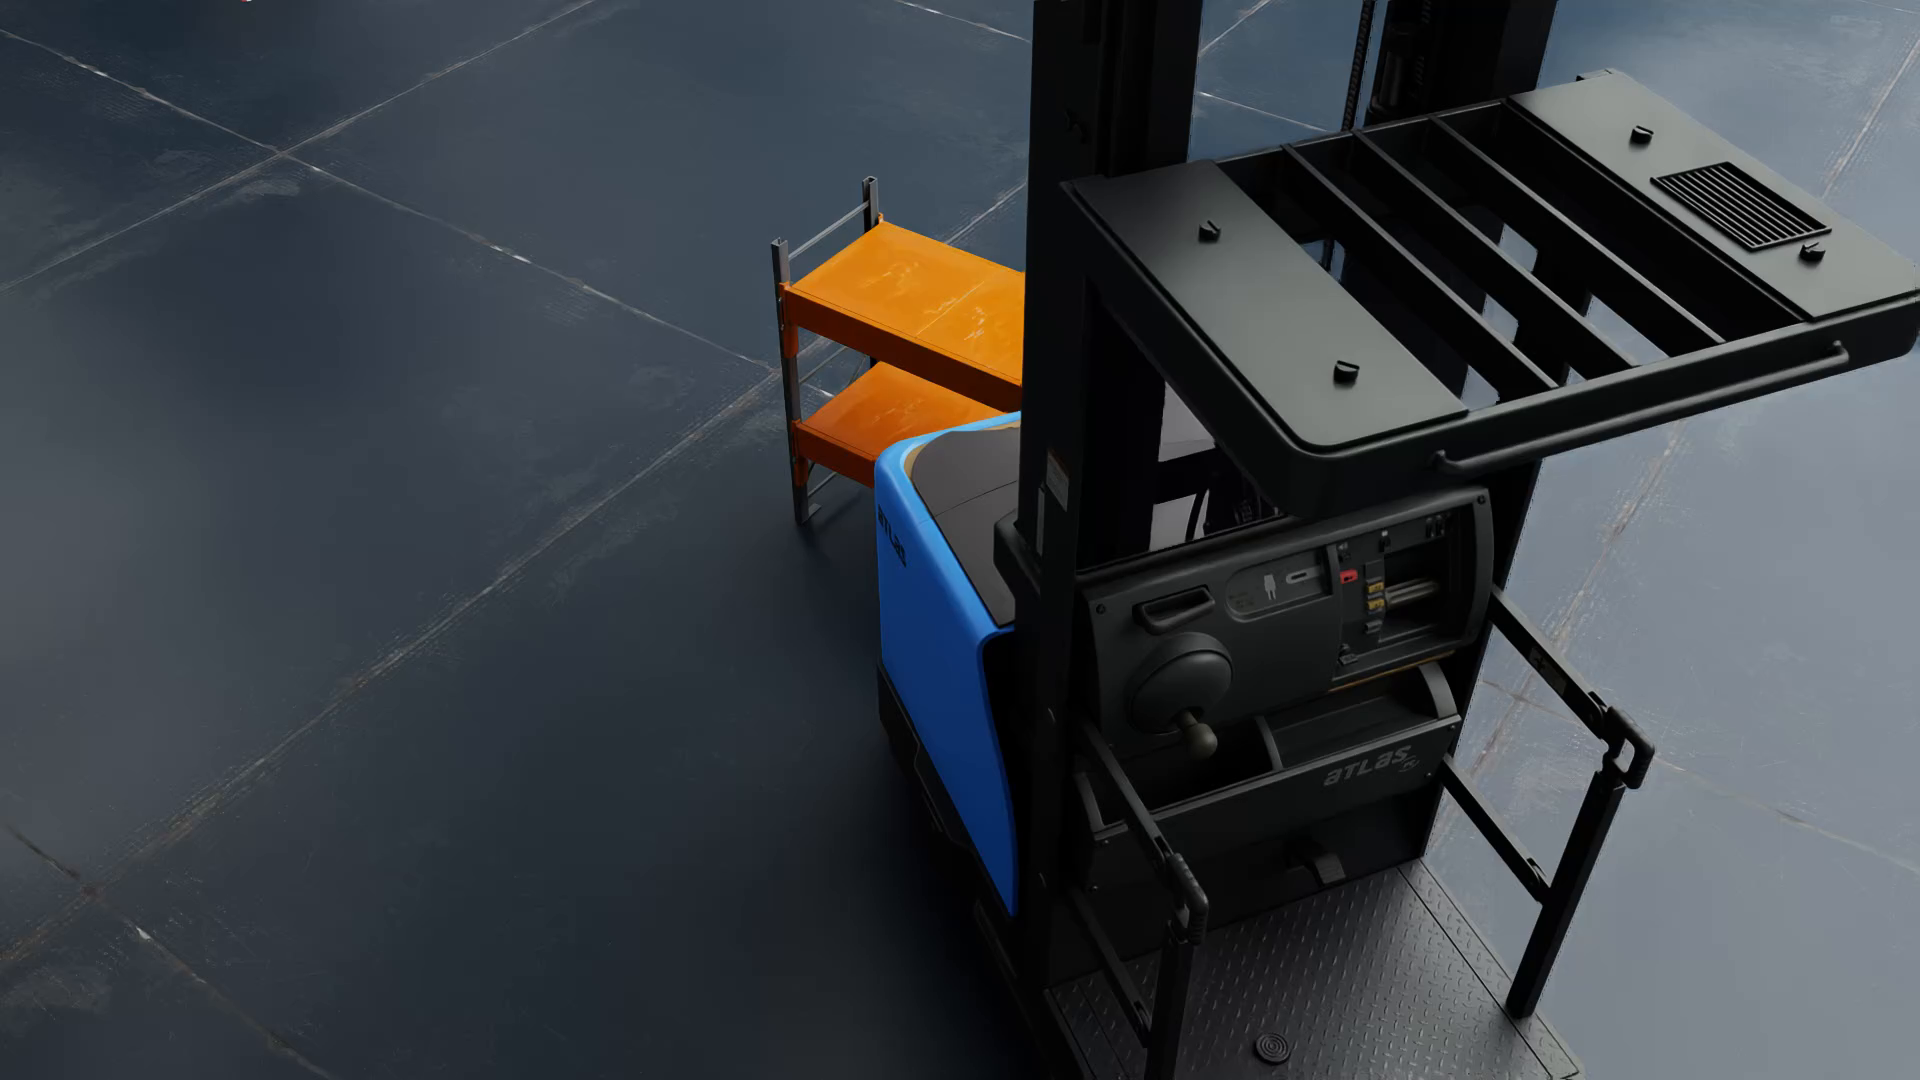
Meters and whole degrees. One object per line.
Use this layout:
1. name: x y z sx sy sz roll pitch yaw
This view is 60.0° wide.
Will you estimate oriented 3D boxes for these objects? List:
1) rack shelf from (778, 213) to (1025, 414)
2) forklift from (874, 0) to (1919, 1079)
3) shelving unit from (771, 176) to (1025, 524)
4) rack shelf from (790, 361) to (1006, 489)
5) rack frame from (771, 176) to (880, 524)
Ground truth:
1. rack shelf: -0.006 -0.640 5.180 1.000 0.278 0.538 25 48 25
2. forklift: 0.774 0.249 3.270 1.130 2.935 3.031 -15 44 -16
3. shelving unit: -0.006 -0.422 5.375 1.048 1.125 0.538 25 48 25
4. rack shelf: -0.006 -0.240 5.538 1.000 0.278 0.538 25 48 25
5. rack frame: -0.422 -0.616 5.592 0.032 1.125 0.500 25 48 25
